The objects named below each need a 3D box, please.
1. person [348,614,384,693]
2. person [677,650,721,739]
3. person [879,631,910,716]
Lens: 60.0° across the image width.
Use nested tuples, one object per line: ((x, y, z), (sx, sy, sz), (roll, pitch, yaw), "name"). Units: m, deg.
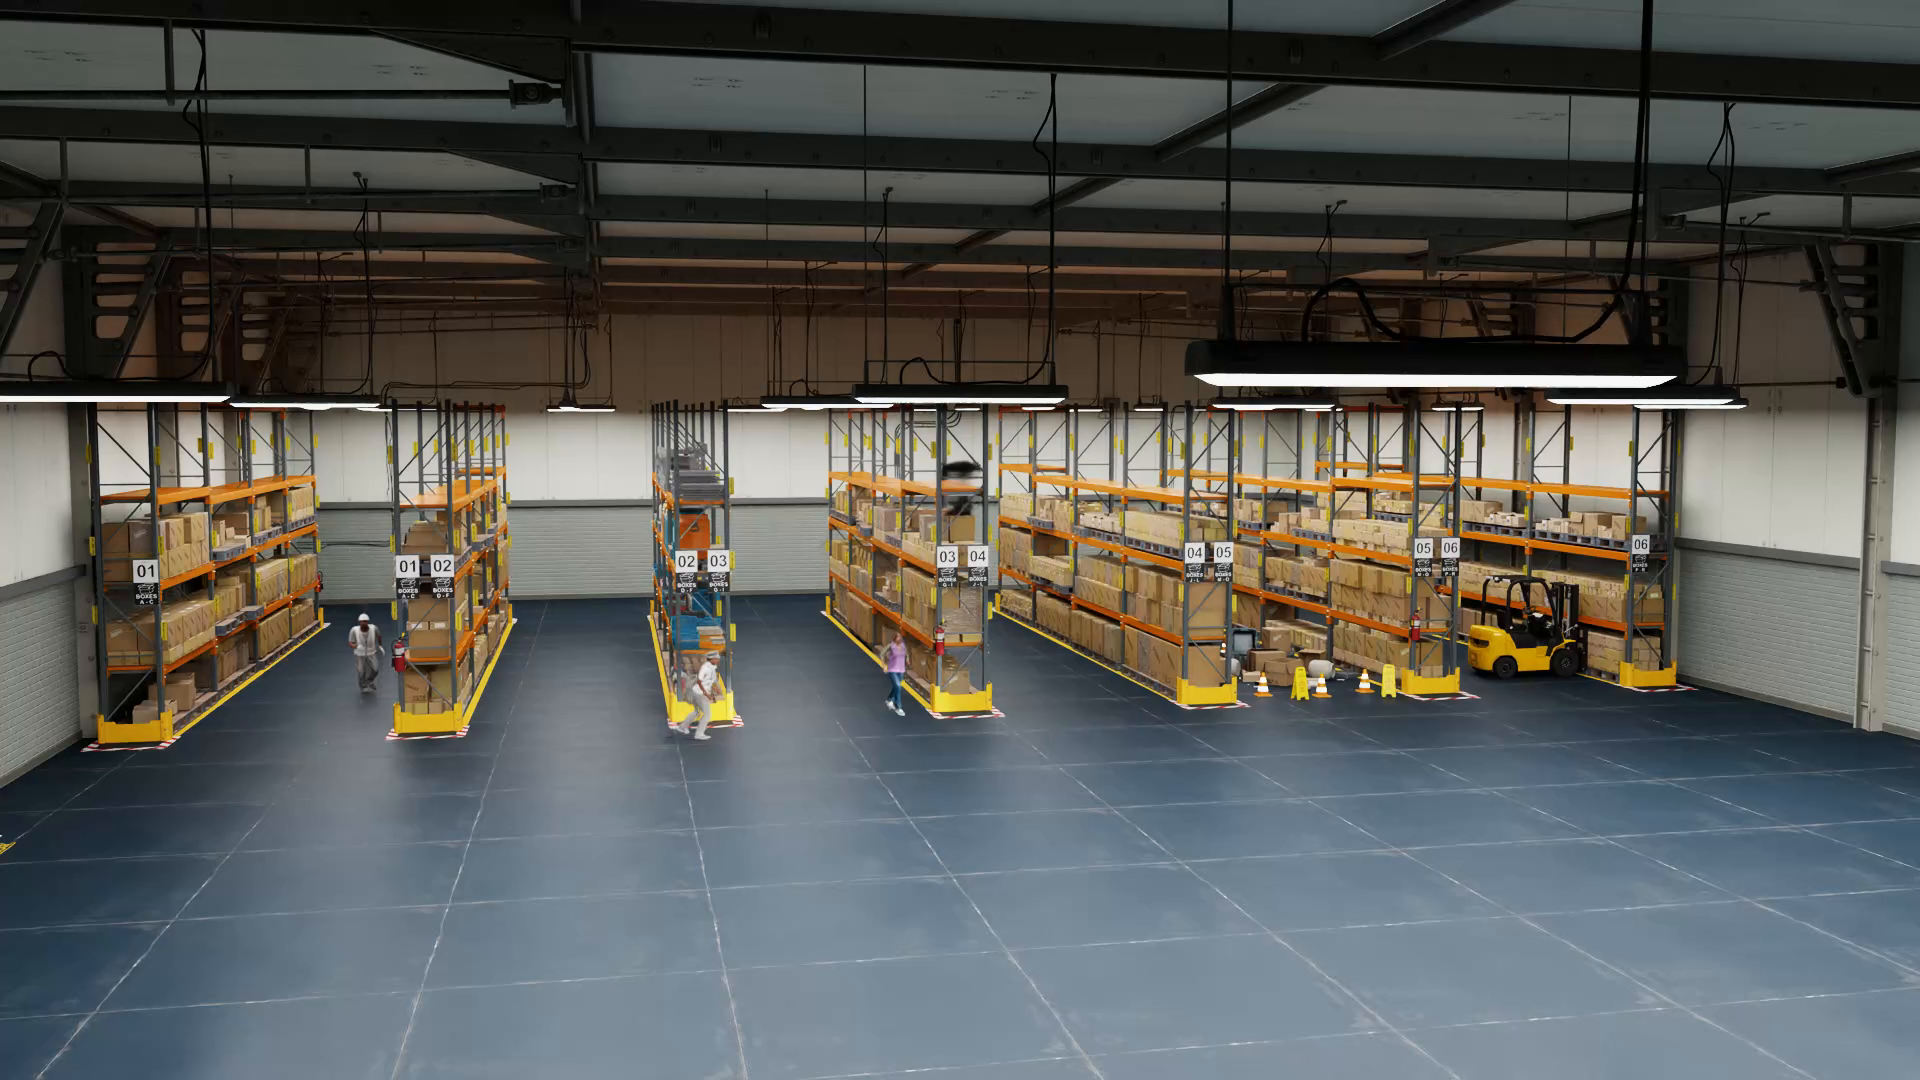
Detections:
((-12.108, 2.330, 33.938), (0.718, 1.674, 0.823), (-2, 5, -27), "person")
((-4.616, 2.724, 29.379), (0.811, 1.590, 0.608), (0, 4, -2), "person")
((-1.250, 2.523, 31.836), (0.553, 1.591, 0.767), (-3, 5, -34), "person")
